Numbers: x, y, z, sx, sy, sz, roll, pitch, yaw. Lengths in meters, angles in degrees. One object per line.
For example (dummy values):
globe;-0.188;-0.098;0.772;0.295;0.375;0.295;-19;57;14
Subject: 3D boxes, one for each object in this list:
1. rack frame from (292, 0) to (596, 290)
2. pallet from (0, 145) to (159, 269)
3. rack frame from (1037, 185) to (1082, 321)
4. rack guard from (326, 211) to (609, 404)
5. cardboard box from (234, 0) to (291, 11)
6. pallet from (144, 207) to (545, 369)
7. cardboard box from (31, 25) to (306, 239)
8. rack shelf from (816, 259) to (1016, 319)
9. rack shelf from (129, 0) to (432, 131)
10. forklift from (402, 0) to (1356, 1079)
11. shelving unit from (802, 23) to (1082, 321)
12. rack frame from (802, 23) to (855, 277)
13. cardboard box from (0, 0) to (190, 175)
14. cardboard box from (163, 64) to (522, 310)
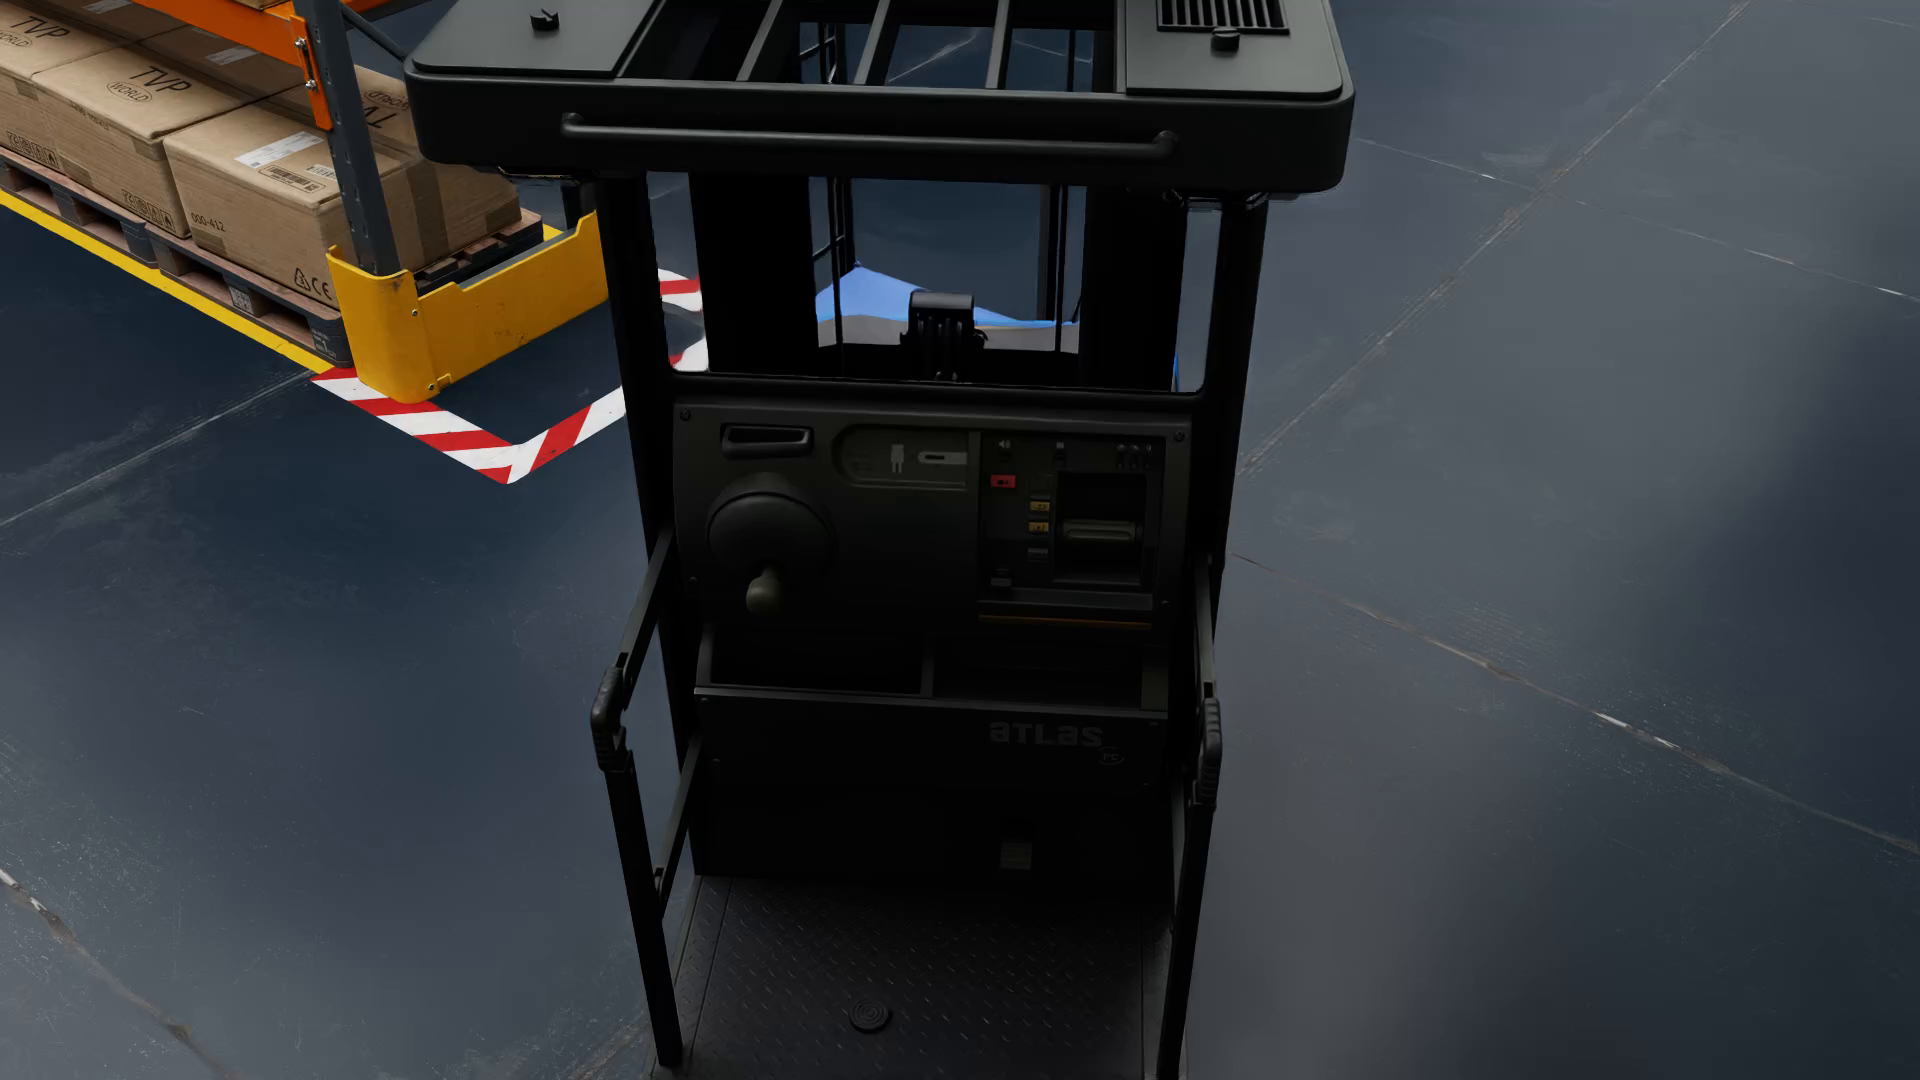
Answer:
rack frame;-1.728;-2.002;5.374;0.127;3.000;1.000;25;45;29
pallet;-3.375;-1.622;7.151;1.213;0.211;1.003;25;45;29
rack frame;0.352;-0.490;4.660;0.032;1.500;0.500;23;43;26
rack guard;-1.708;-1.009;6.133;0.348;0.500;1.175;25;45;29
cardboard box;-2.271;-2.092;5.408;0.500;0.500;0.500;26;45;29
pallet;-2.410;-1.165;6.567;1.213;0.211;1.003;25;45;29
cardboard box;-3.045;-1.695;6.720;0.875;0.438;0.875;27;45;30
rack shelf;-0.069;-0.525;4.995;1.000;0.185;0.538;23;43;26
rack shelf;-3.316;-2.468;6.552;4.000;0.370;1.077;25;45;29
forklift;-0.069;0.025;2.840;1.130;2.935;3.031;3;38;3
shelving unit;-0.069;-0.666;4.884;1.048;1.500;0.538;23;43;26
rack frame;-0.490;-0.842;5.109;0.032;1.500;0.500;23;43;26
cardboard box;-3.760;-2.034;7.152;0.875;0.438;0.875;24;44;27
cardboard box;-2.312;-1.357;6.287;0.875;0.438;0.875;24;44;27
